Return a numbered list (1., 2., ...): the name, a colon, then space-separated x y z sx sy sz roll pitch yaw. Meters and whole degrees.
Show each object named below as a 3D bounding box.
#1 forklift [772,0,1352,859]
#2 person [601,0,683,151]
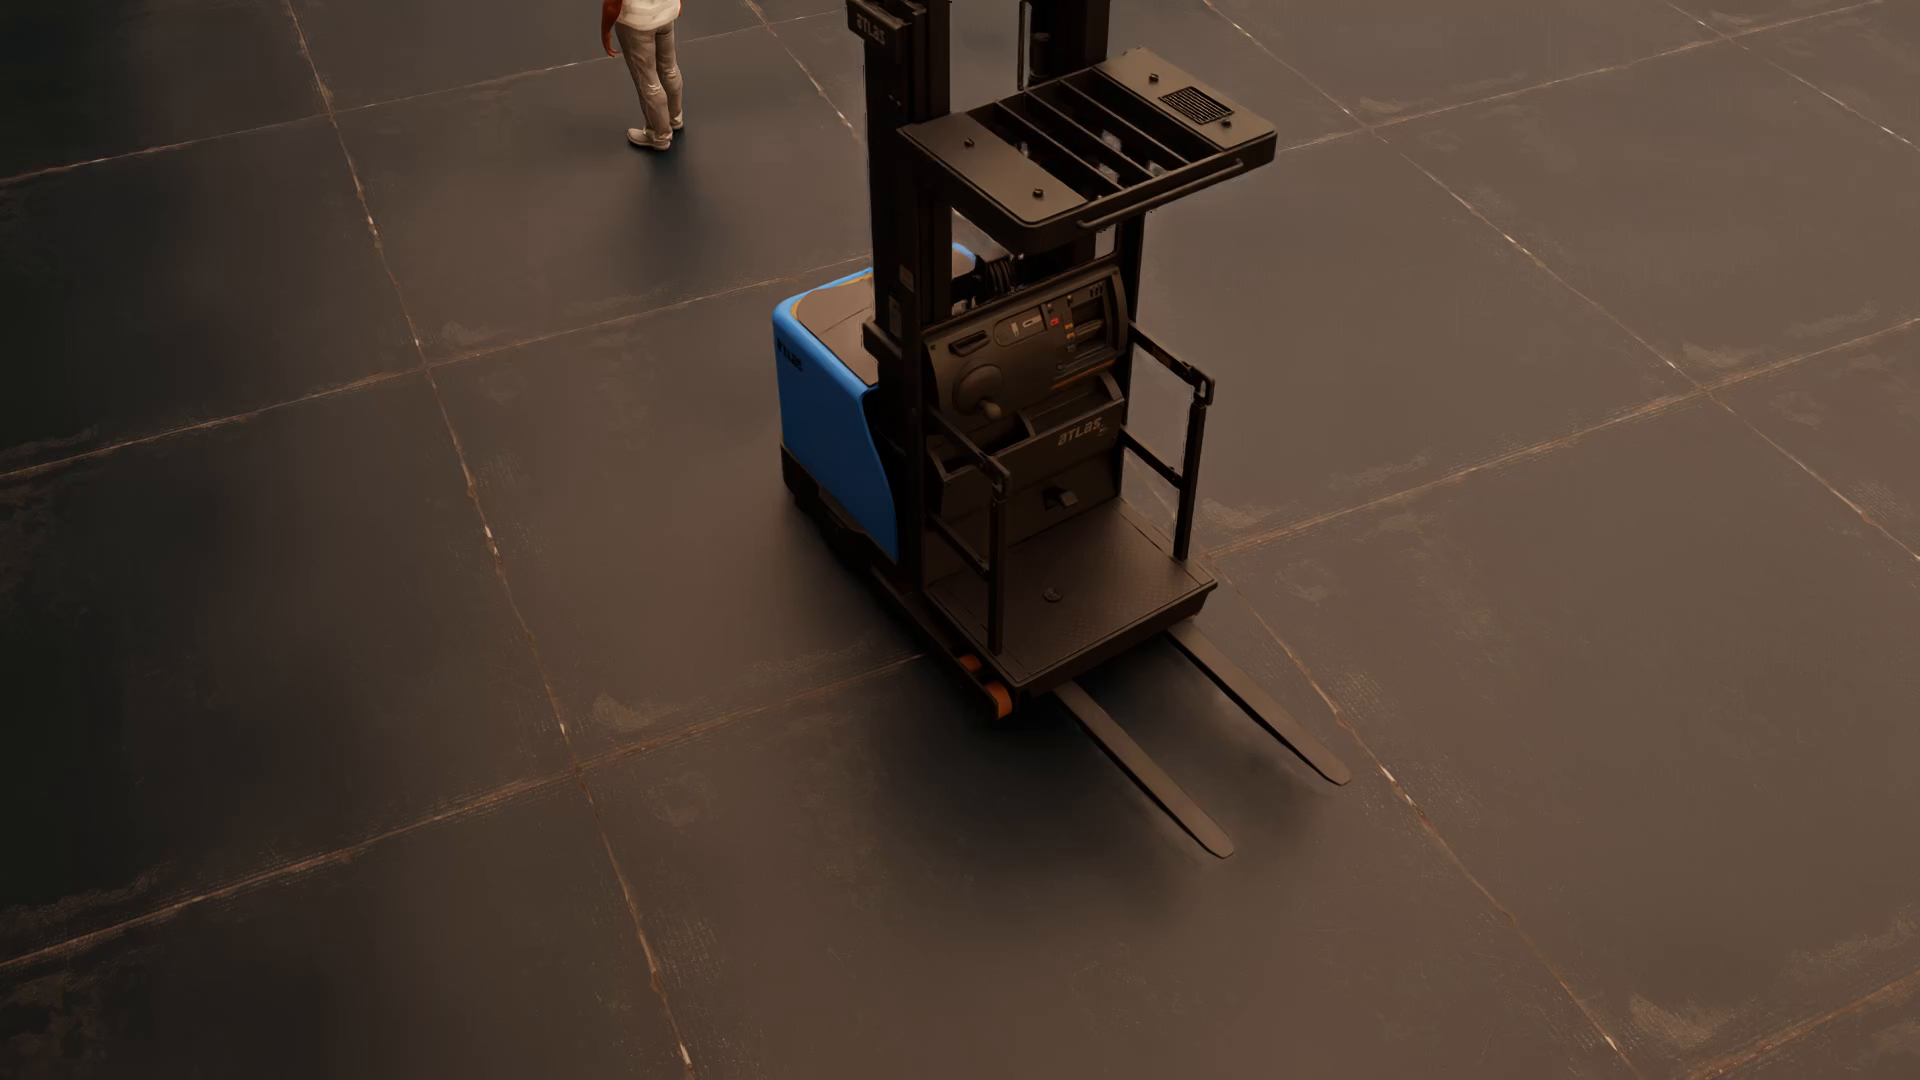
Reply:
1. forklift: 0.398 -0.693 6.423 1.130 2.935 3.031 -25 49 -25
2. person: -1.925 -3.160 9.909 0.578 1.765 0.666 27 49 26
